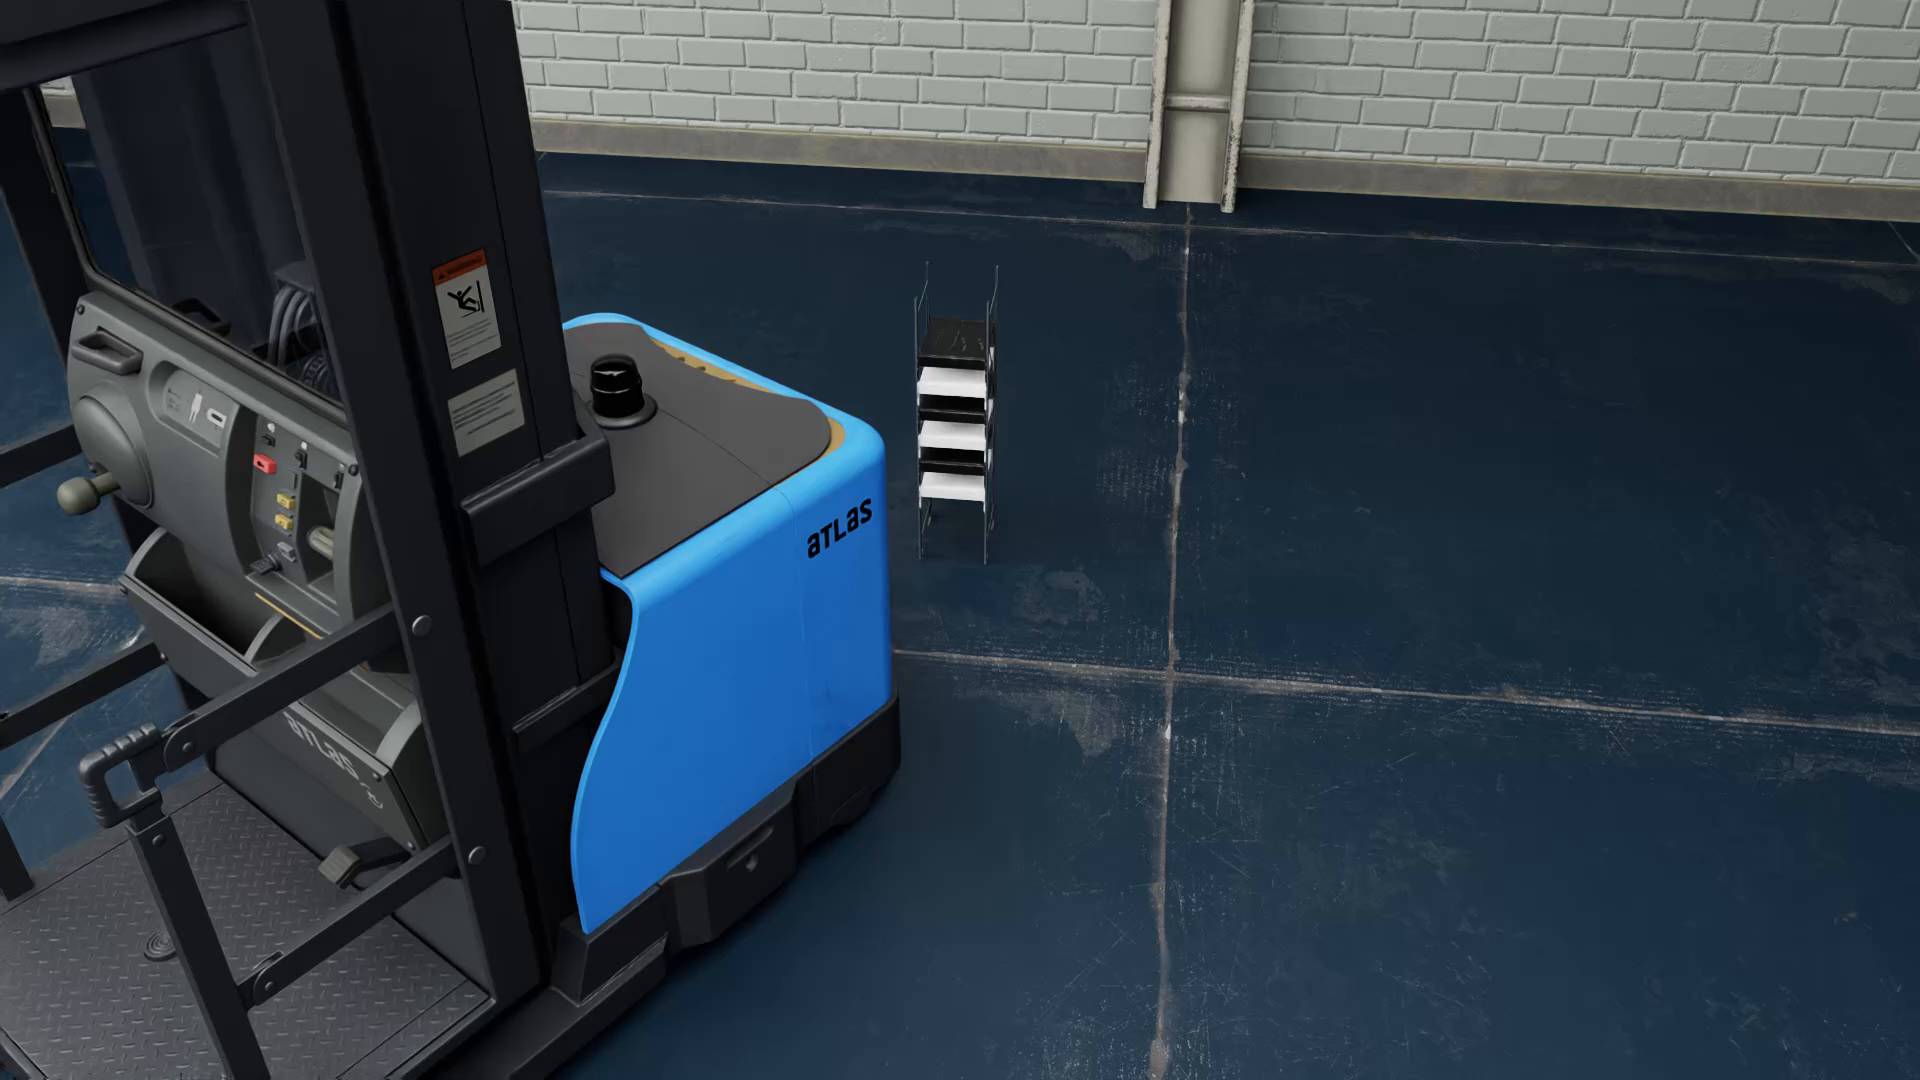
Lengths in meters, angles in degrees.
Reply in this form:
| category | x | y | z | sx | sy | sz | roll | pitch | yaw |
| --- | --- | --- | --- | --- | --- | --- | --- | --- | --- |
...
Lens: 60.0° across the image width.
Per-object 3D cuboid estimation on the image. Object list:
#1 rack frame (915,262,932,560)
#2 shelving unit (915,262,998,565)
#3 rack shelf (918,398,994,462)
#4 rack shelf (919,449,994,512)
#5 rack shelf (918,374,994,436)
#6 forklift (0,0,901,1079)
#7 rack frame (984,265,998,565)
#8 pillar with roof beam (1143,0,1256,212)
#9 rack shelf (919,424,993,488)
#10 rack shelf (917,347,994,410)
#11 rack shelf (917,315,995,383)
| category | x | y | z | sx | sy | sz | roll | pitch | yaw |
| --- | --- | --- | --- | --- | --- | --- | --- | --- | --- |
| rack frame | -0.109 | -0.374 | 5.000 | 0.006 | 0.900 | 0.240 | 4 | 36 | 6 |
| shelving unit | -0.008 | -0.367 | 4.989 | 0.210 | 0.900 | 0.258 | 4 | 36 | 6 |
| rack shelf | -0.008 | -0.340 | 5.009 | 0.200 | 0.077 | 0.258 | 4 | 36 | 6 |
| rack shelf | -0.008 | -0.193 | 5.113 | 0.200 | 0.077 | 0.258 | 4 | 36 | 6 |
| rack shelf | -0.008 | -0.413 | 4.956 | 0.200 | 0.077 | 0.258 | 4 | 36 | 6 |
| forklift | -1.475 | -0.083 | 2.843 | 1.130 | 2.935 | 3.031 | 25 | 43 | 31 |
| rack frame | 0.093 | -0.359 | 4.979 | 0.006 | 0.900 | 0.240 | 4 | 36 | 6 |
| pillar with roof beam | 0.471 | -2.714 | 1.306 | 0.400 | 9.000 | 9.100 | 4 | 36 | 6 |
| rack shelf | -0.008 | -0.266 | 5.061 | 0.200 | 0.077 | 0.258 | 4 | 36 | 6 |
| rack shelf | -0.008 | -0.486 | 4.904 | 0.200 | 0.077 | 0.258 | 4 | 36 | 6 |
| rack shelf | -0.008 | -0.560 | 4.852 | 0.200 | 0.077 | 0.258 | 4 | 36 | 6 |
